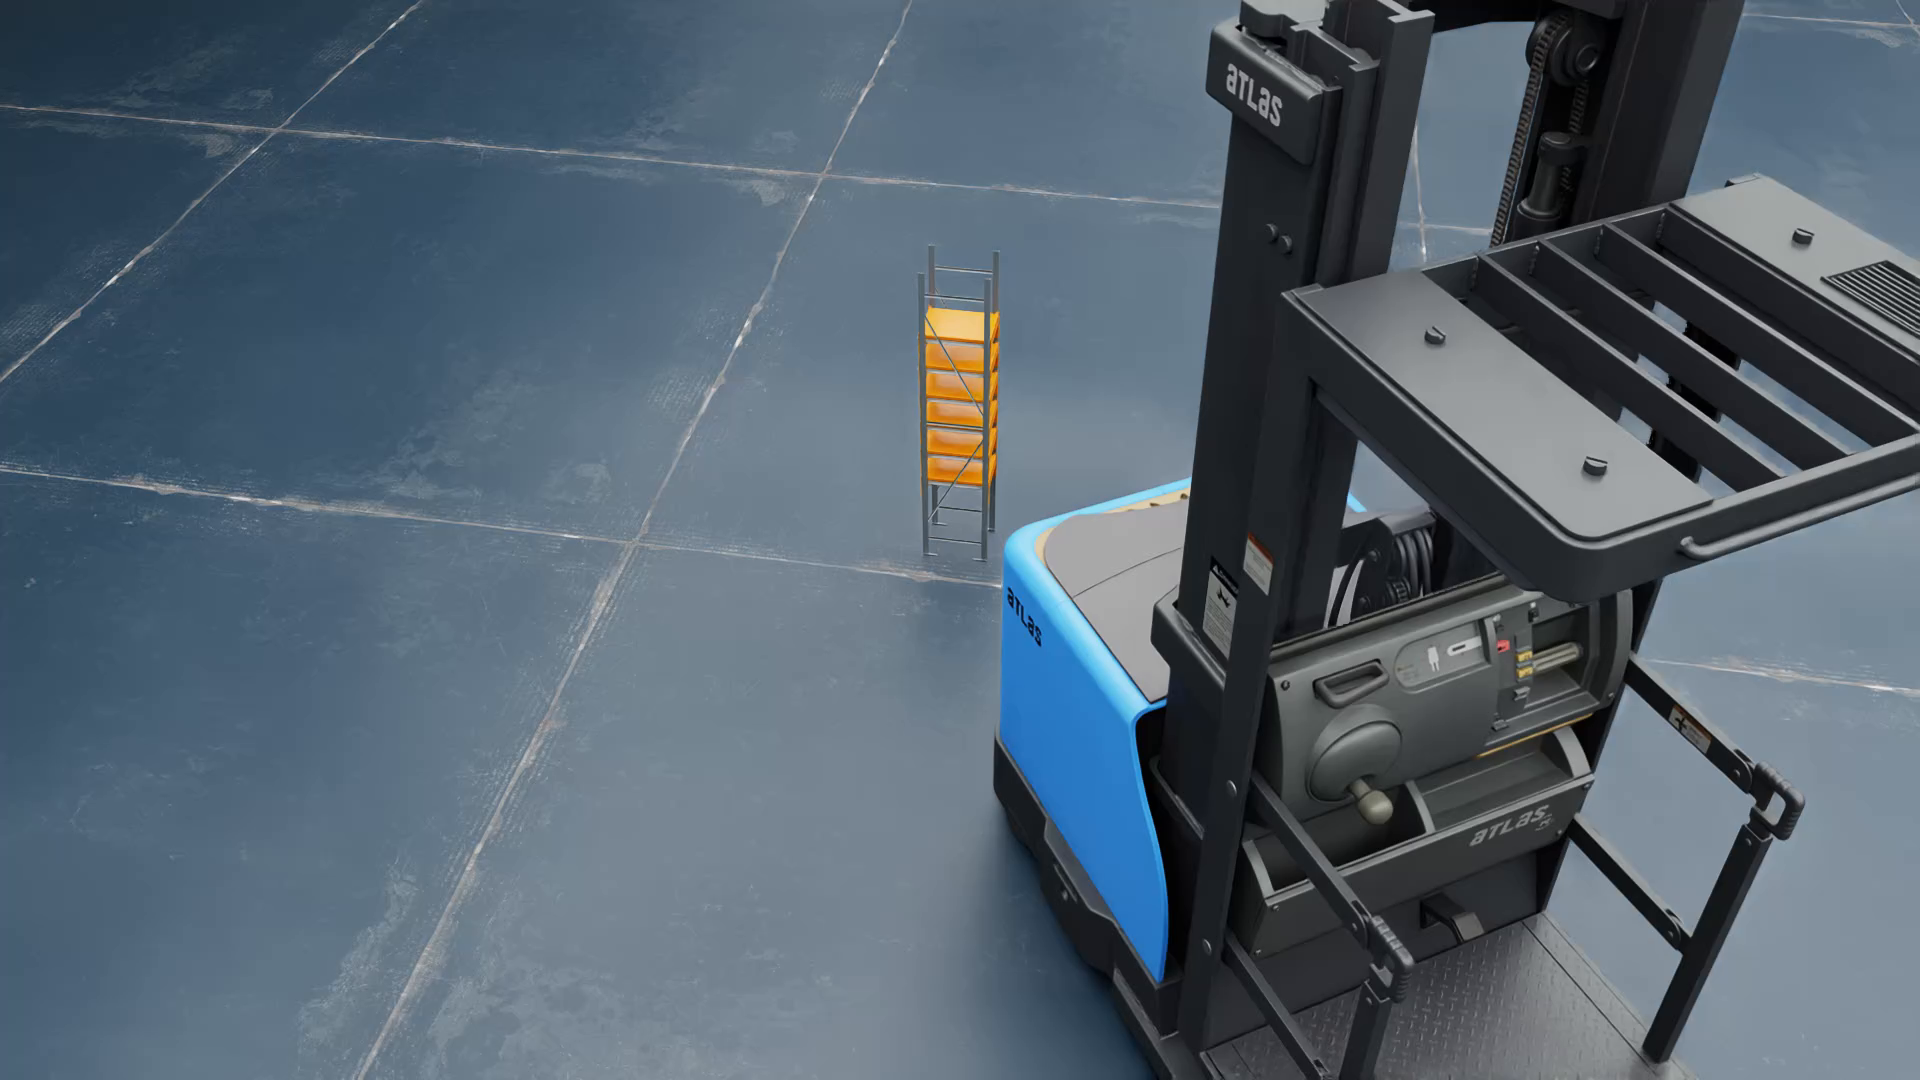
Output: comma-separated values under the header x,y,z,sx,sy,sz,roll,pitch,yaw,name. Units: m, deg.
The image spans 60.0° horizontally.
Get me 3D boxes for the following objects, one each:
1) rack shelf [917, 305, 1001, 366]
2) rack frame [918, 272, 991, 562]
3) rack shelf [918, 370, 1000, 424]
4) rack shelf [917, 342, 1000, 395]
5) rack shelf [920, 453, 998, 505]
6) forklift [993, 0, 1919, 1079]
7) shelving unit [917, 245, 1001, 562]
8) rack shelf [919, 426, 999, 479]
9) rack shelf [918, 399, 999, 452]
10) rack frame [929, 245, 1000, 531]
x,y,z,sx,sy,sz,roll,pitch,yaw,name
-0.002,-0.697,5.656,0.258,0.103,0.180,6,40,8,rack shelf
-0.018,-0.396,5.787,0.240,1.200,0.006,6,40,8,rack frame
-0.002,-0.512,5.809,0.258,0.103,0.180,6,40,8,rack shelf
-0.002,-0.604,5.732,0.258,0.103,0.180,6,40,8,rack shelf
-0.003,-0.234,6.038,0.258,0.103,0.180,6,40,8,rack shelf
1.170,0.401,3.464,1.130,2.935,3.031,-16,42,-18,forklift
-0.002,-0.453,5.857,0.258,1.200,0.189,6,40,8,shelving unit
-0.002,-0.327,5.961,0.258,0.103,0.180,6,40,8,rack shelf
-0.002,-0.419,5.885,0.258,0.103,0.180,6,40,8,rack shelf
0.013,-0.511,5.926,0.240,1.200,0.006,6,40,8,rack frame
